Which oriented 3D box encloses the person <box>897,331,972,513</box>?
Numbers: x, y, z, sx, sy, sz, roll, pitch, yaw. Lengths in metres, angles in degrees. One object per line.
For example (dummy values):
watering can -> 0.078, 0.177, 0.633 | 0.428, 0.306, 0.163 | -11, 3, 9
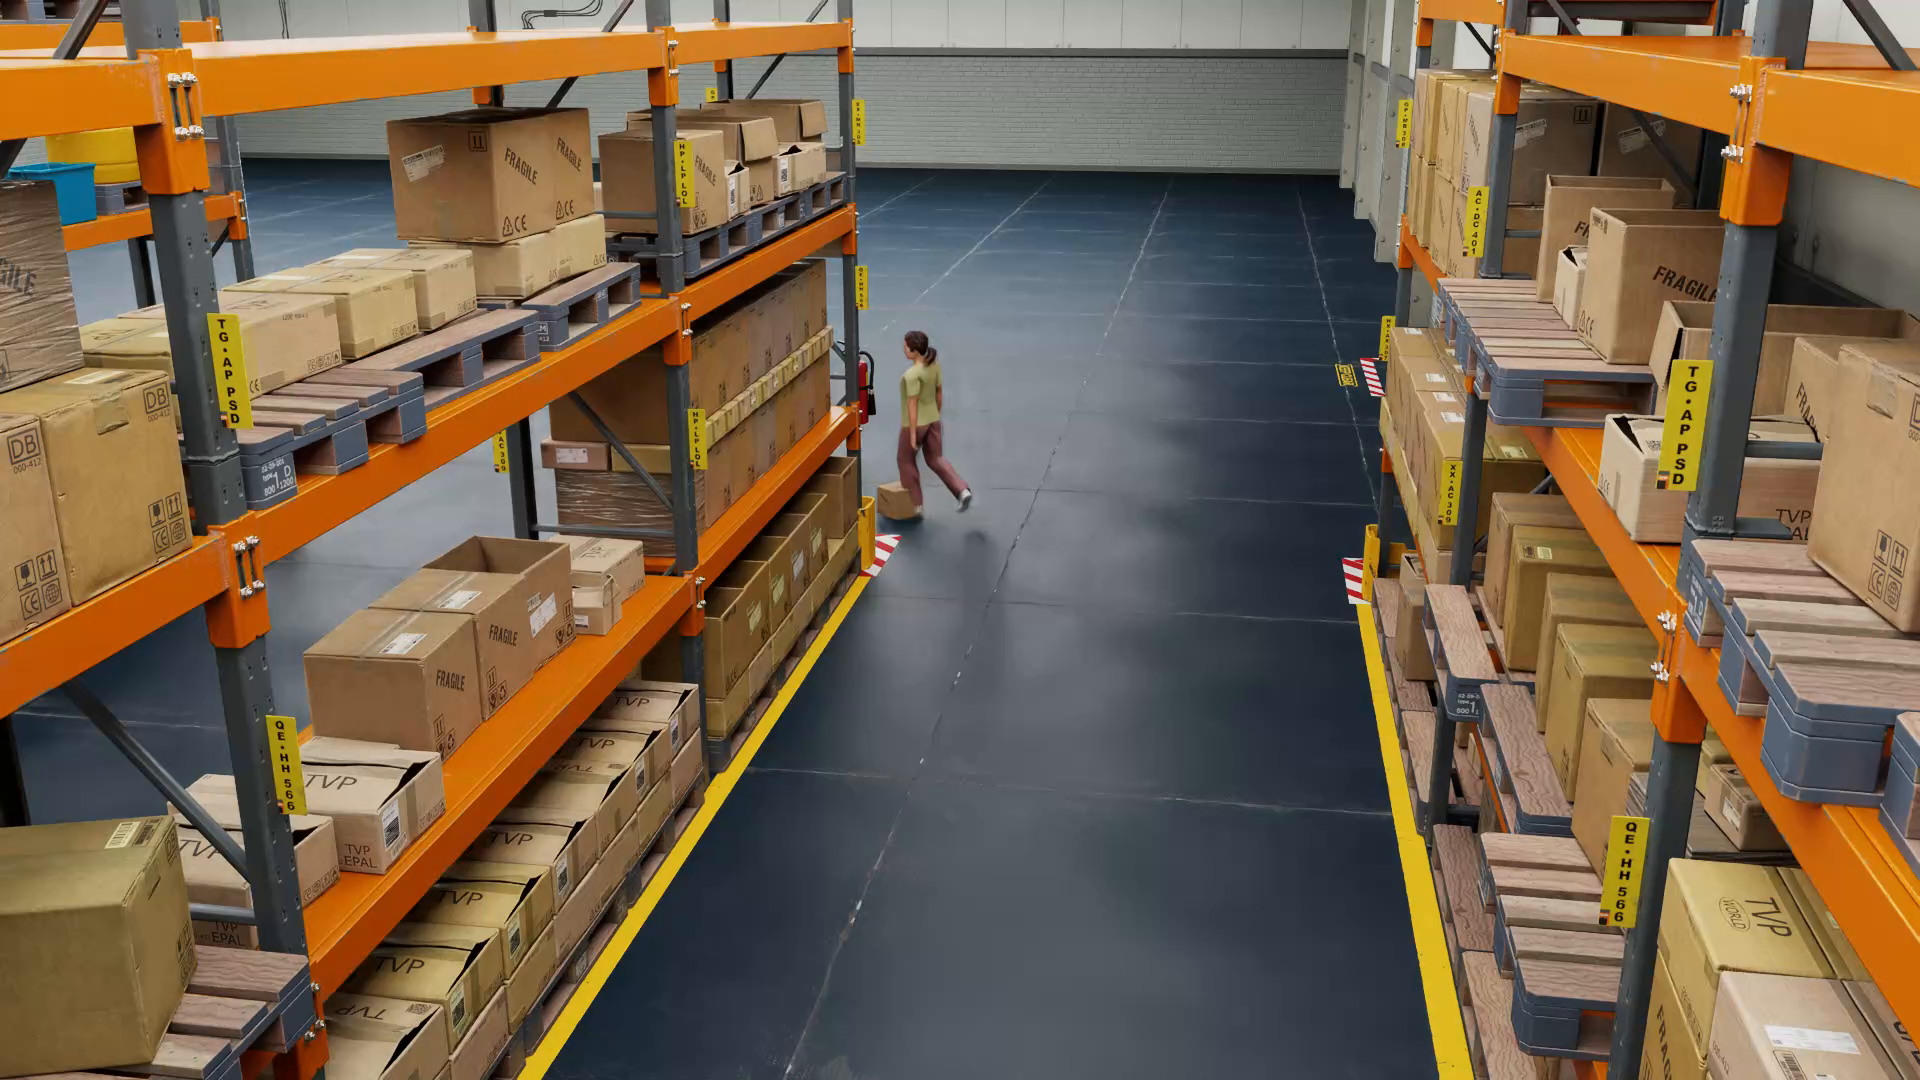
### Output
person -> -0.292, -0.972, 14.039 | 0.839, 1.630, 0.502 | 15, 24, 39
